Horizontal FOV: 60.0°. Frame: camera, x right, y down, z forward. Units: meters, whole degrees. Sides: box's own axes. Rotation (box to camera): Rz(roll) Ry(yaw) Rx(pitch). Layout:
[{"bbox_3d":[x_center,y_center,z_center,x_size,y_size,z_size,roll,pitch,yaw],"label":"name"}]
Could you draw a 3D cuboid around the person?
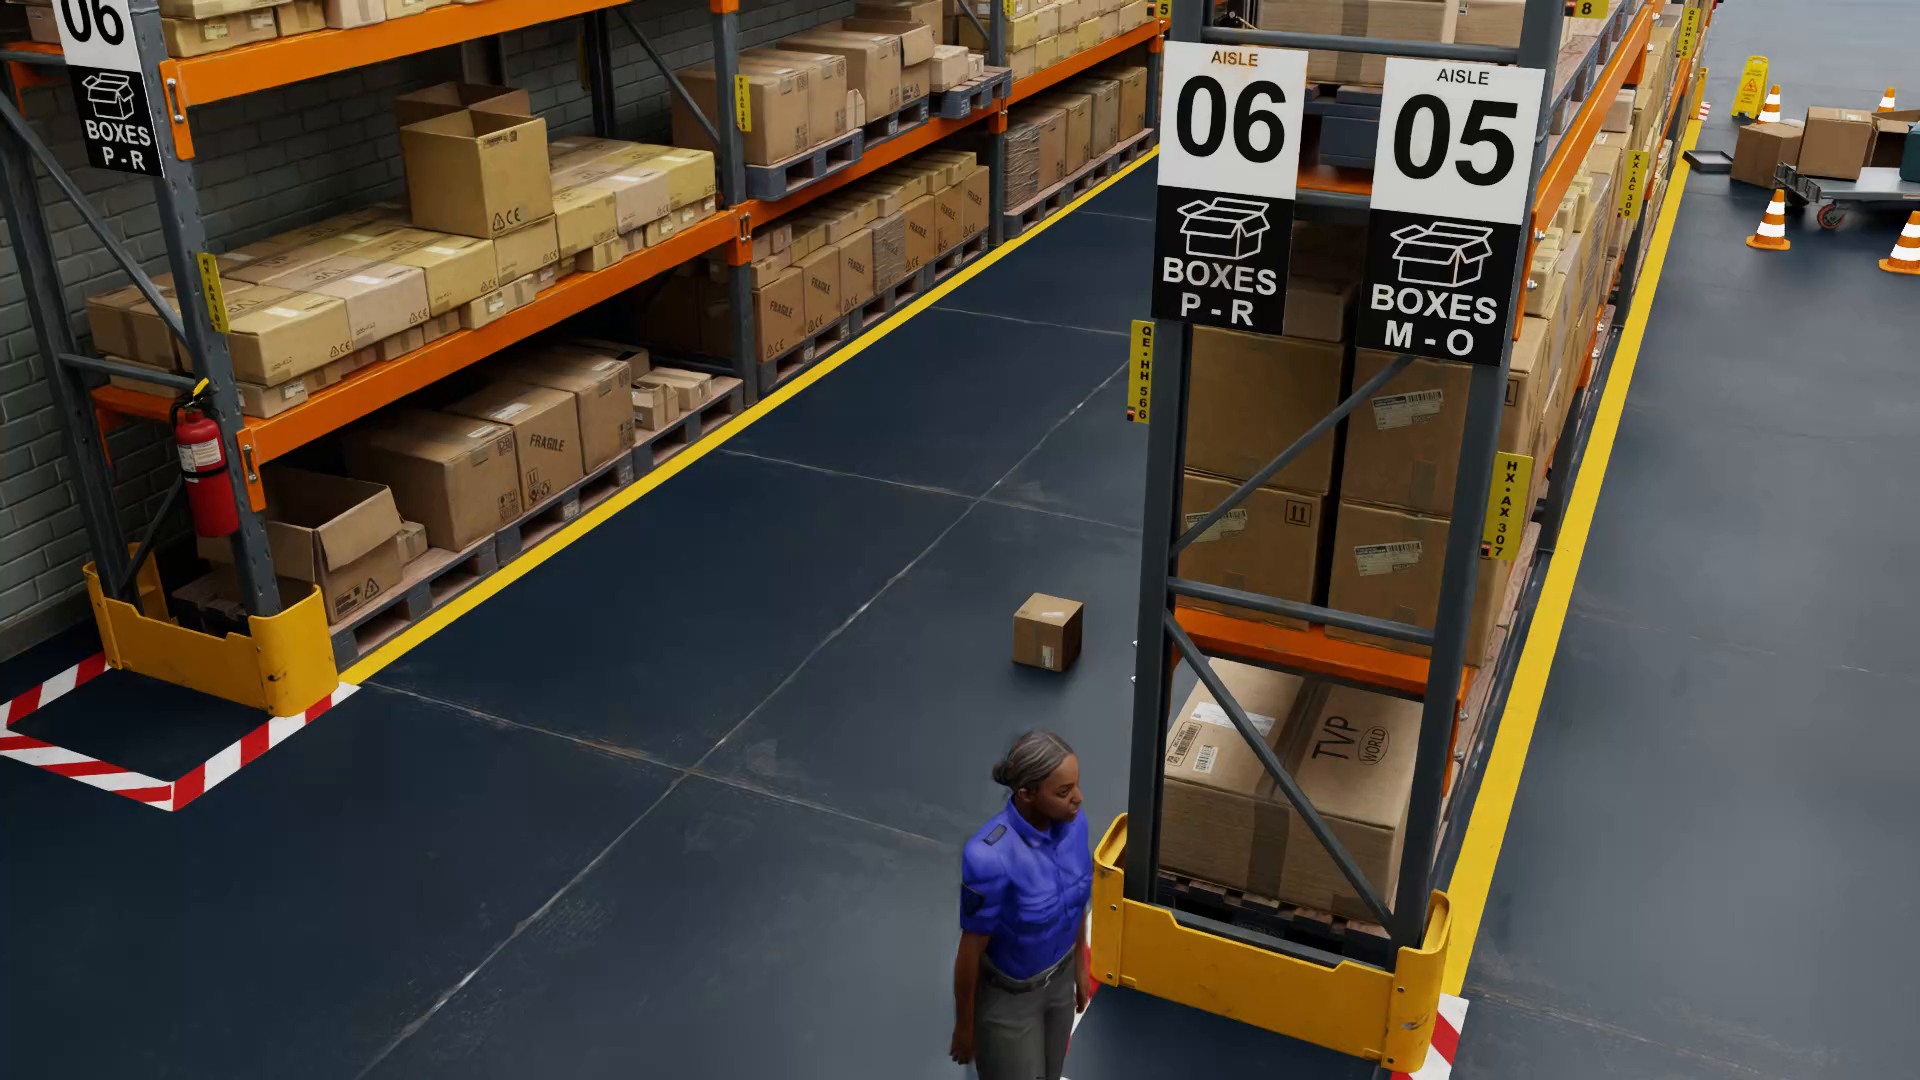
[{"bbox_3d":[0.165,1.232,4.559,0.453,1.653,0.497,21,33,36],"label":"person"}]
